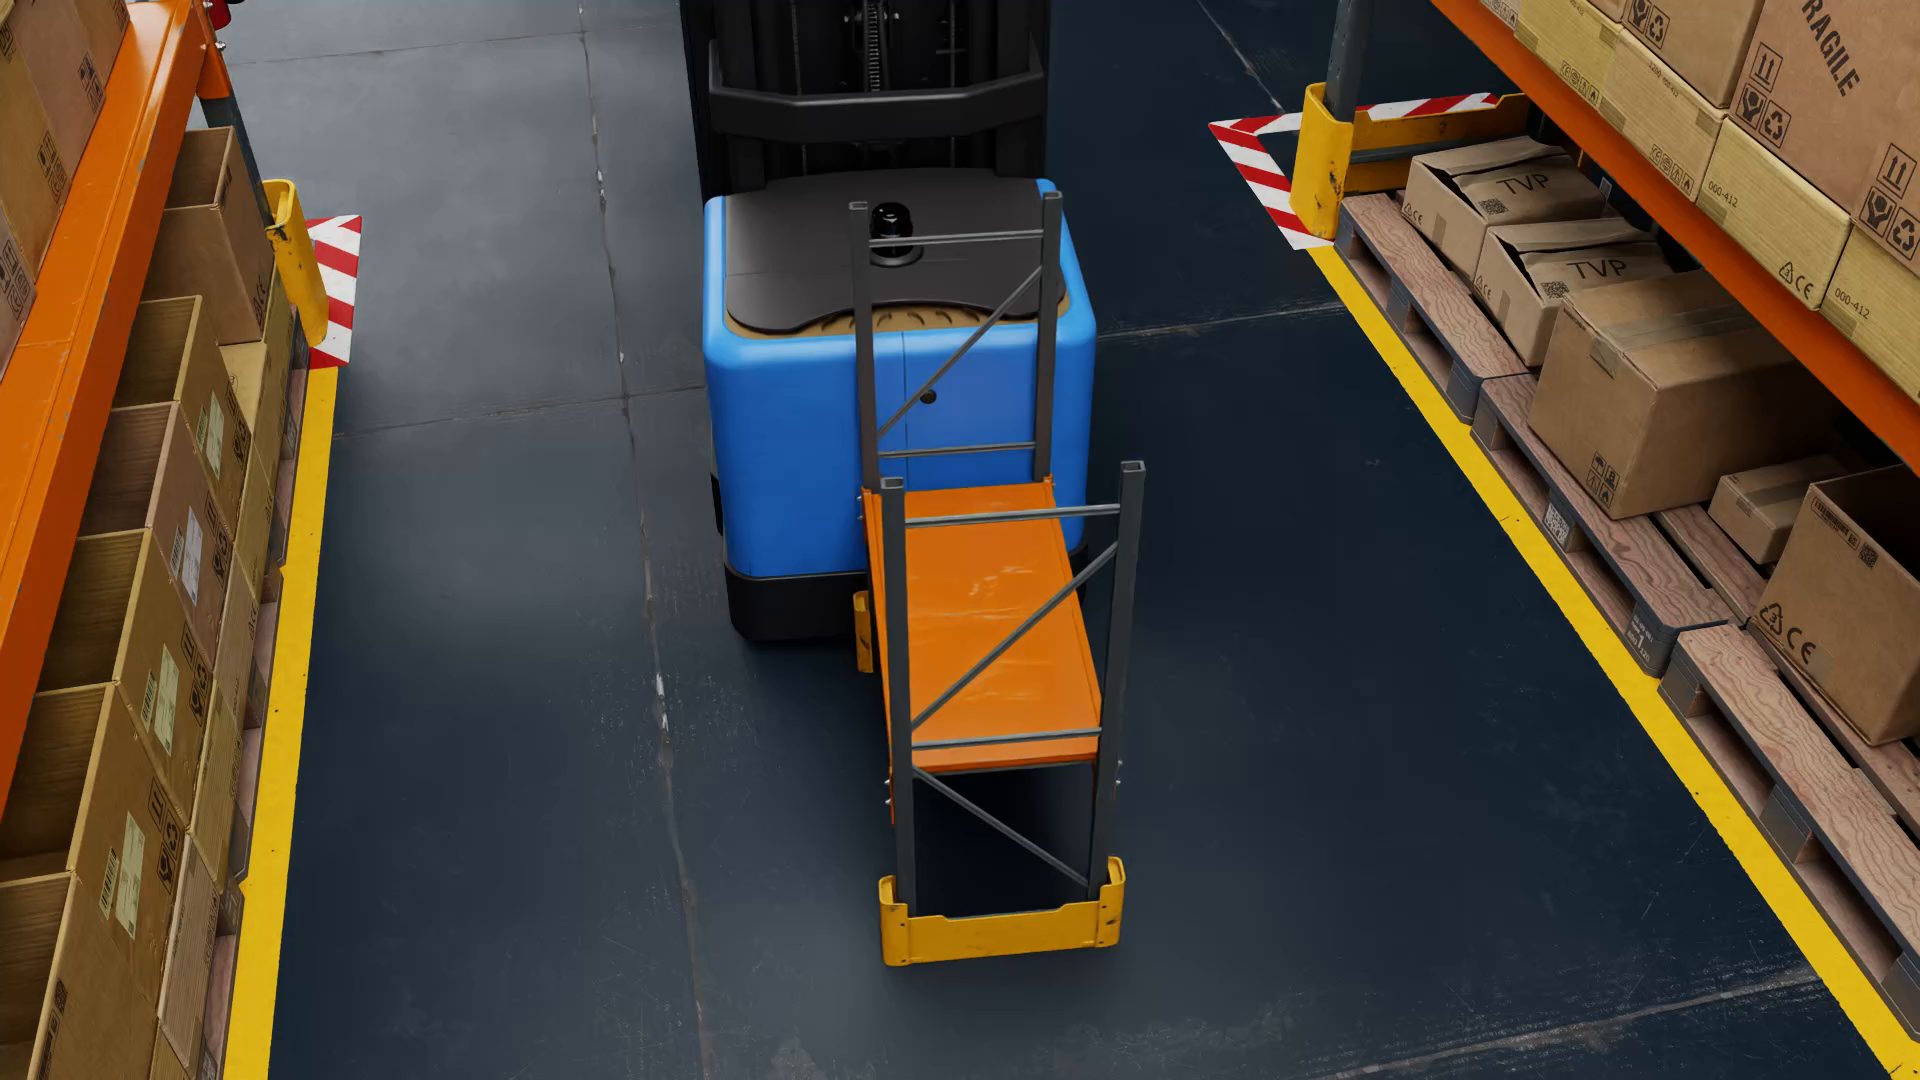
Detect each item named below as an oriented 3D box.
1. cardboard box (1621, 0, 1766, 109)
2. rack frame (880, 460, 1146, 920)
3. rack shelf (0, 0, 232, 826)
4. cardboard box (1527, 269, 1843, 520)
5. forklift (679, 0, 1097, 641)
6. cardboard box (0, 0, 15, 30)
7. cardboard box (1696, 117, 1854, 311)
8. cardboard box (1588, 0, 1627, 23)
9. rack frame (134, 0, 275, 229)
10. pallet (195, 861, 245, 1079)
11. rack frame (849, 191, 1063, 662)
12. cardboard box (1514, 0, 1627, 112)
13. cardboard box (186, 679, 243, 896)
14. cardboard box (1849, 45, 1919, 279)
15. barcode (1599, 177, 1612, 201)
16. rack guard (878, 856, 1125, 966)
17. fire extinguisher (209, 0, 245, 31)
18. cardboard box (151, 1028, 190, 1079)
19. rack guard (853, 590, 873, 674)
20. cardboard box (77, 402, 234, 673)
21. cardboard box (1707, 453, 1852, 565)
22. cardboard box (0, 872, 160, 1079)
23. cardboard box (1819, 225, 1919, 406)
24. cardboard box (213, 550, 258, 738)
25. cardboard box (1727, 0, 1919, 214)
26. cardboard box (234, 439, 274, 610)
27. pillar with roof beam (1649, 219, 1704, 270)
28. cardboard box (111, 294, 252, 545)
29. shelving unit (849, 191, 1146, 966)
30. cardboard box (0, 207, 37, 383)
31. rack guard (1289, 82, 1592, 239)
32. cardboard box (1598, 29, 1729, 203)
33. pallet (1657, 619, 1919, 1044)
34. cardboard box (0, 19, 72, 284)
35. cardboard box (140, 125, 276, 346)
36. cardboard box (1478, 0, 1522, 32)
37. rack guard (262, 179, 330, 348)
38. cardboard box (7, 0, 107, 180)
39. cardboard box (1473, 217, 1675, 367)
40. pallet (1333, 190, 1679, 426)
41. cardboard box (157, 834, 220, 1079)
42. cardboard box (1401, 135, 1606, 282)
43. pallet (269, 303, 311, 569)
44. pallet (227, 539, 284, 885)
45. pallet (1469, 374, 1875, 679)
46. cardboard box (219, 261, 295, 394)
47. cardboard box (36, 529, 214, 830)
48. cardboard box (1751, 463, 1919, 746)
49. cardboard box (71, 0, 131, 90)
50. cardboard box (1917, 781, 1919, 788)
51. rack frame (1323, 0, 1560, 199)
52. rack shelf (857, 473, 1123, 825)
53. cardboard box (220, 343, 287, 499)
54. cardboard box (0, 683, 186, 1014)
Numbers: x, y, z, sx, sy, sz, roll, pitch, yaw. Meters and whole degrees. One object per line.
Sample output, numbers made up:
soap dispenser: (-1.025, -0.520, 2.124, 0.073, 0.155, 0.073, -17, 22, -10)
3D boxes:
cardboard box: (2.060, -1.438, 4.144, 0.500, 0.500, 0.500, -7, 42, -8)
rack frame: (0.101, 0.437, 3.628, 0.500, 1.500, 0.032, -4, 42, -5)
rack shelf: (-2.479, -0.272, 3.838, 1.077, 0.370, 4.000, -8, 42, -9)
cardboard box: (2.219, -0.465, 5.066, 0.700, 0.500, 0.500, -11, 43, -12)
forklift: (-0.303, -1.780, 5.047, 1.130, 2.935, 3.031, -4, 42, -5)
cardboard box: (-2.420, -1.228, 3.810, 0.380, 0.149, 0.250, -7, 42, -8)
cardboard box: (2.167, -0.819, 4.012, 0.500, 0.250, 0.500, -9, 42, -10)
cardboard box: (1.937, -1.771, 4.519, 0.500, 0.500, 0.500, -10, 42, -11)
rack frame: (-2.911, -1.837, 5.060, 1.000, 3.000, 0.127, -8, 42, -9)
pallet: (-2.178, 1.277, 3.652, 1.003, 0.211, 1.213, -8, 42, -9)
rack frame: (-0.009, -0.234, 4.384, 0.500, 1.500, 0.032, -4, 42, -5)
cardboard box: (1.951, -1.473, 4.748, 0.500, 0.250, 0.500, -9, 42, -10)
cardboard box: (-2.058, 0.633, 4.032, 0.500, 0.250, 0.500, -8, 42, -9)
cardboard box: (2.271, -0.773, 3.395, 0.500, 0.500, 0.500, -9, 42, -10)
barcode: (2.381, -1.296, 6.137, 0.001, 0.075, 0.075, -8, 42, -9)
rack guard: (0.101, 0.904, 4.044, 0.587, 0.250, 0.087, -4, 42, -5)
fire extinguisher: (-2.483, -1.951, 5.247, 0.296, 0.674, 0.183, -8, 42, -9)
cardboard box: (-1.852, 1.283, 3.300, 0.500, 0.250, 0.500, -8, 42, -9)
rack guard: (-0.007, 0.246, 4.784, 0.587, 0.250, 0.087, -4, 42, -5)
cardboard box: (-2.168, 0.029, 4.148, 0.500, 0.500, 0.500, -8, 42, -9)
cardboard box: (2.463, -0.094, 4.913, 0.380, 0.149, 0.250, -12, 43, -13)
cardboard box: (-1.842, 1.001, 3.053, 0.500, 0.500, 0.500, -8, 42, -9)
cardboard box: (2.291, -0.496, 3.647, 0.500, 0.250, 0.500, -8, 42, -9)
cardboard box: (-2.171, 0.310, 4.396, 0.500, 0.250, 0.500, -8, 42, -9)
cardboard box: (2.173, -1.101, 3.764, 0.500, 0.500, 0.500, -9, 42, -11)
cardboard box: (-2.277, -0.014, 4.762, 0.500, 0.250, 0.500, -8, 42, -9)
pillar with roof beam: (-1.283, -3.846, 2.804, 9.100, 9.000, 0.400, -8, 42, -9)
cardboard box: (-2.275, -0.295, 4.513, 0.500, 0.500, 0.500, -8, 42, -9)
shelving unit: (0.047, 0.107, 3.999, 0.587, 1.500, 1.083, -4, 42, -5)
cardboard box: (-2.486, -0.567, 3.554, 0.700, 0.500, 0.500, -7, 42, -8)
rack guard: (1.941, -1.565, 6.637, 1.175, 0.500, 0.348, -8, 42, -9)
cardboard box: (2.057, -1.145, 4.379, 0.500, 0.250, 0.500, -8, 42, -9)
pallet: (2.609, 0.656, 4.352, 1.003, 0.211, 1.213, -8, 42, -9)
cardboard box: (-2.603, -0.908, 3.938, 0.700, 0.500, 0.500, -8, 42, -9)
cardboard box: (-2.505, -0.941, 5.241, 0.500, 0.500, 0.500, -8, 42, -9)
cardboard box: (1.846, -1.804, 5.121, 0.500, 0.250, 0.500, -10, 42, -11)
rack guard: (-2.916, -0.918, 5.907, 1.175, 0.500, 0.348, -8, 42, -9)
cardboard box: (-2.705, -1.230, 4.301, 0.700, 0.500, 0.500, -7, 42, -8)
cardboard box: (2.110, -0.877, 5.673, 0.500, 0.311, 0.500, -5, 42, -6)
pallet: (2.082, -0.926, 6.134, 1.003, 0.211, 1.213, -8, 42, -9)
cardboard box: (-1.955, 0.958, 3.666, 0.500, 0.250, 0.500, -8, 42, -9)
cardboard box: (1.987, -1.247, 6.089, 0.500, 0.311, 0.500, -13, 43, -14)
pallet: (-2.705, -0.305, 5.434, 1.003, 0.211, 1.213, -8, 42, -9)
pallet: (-2.445, 0.485, 4.545, 1.003, 0.211, 1.213, -8, 42, -9)
pallet: (2.342, -0.136, 5.245, 1.003, 0.211, 1.213, -8, 42, -9)
cardboard box: (-2.507, -0.661, 5.490, 0.500, 0.250, 0.500, -8, 42, -9)
cardboard box: (-2.058, 0.353, 3.783, 0.500, 0.500, 0.500, -8, 42, -9)
cardboard box: (2.525, 0.147, 4.377, 0.500, 0.500, 0.500, -11, 43, -12)
cardboard box: (-2.823, -1.570, 4.684, 0.700, 0.500, 0.500, -8, 42, -9)
cardboard box: (2.644, 0.596, 4.122, 0.380, 0.166, 0.250, -14, 43, -15)
rack frame: (1.925, -2.549, 5.862, 1.000, 3.000, 0.127, -8, 42, -9)
rack shelf: (0.046, 0.236, 4.125, 0.538, 0.185, 1.000, -4, 42, -5)
cardboard box: (-2.387, -0.338, 5.126, 0.500, 0.250, 0.500, -8, 42, -9)
cardboard box: (-1.958, 0.678, 3.417, 0.500, 0.500, 0.500, -8, 42, -9)
